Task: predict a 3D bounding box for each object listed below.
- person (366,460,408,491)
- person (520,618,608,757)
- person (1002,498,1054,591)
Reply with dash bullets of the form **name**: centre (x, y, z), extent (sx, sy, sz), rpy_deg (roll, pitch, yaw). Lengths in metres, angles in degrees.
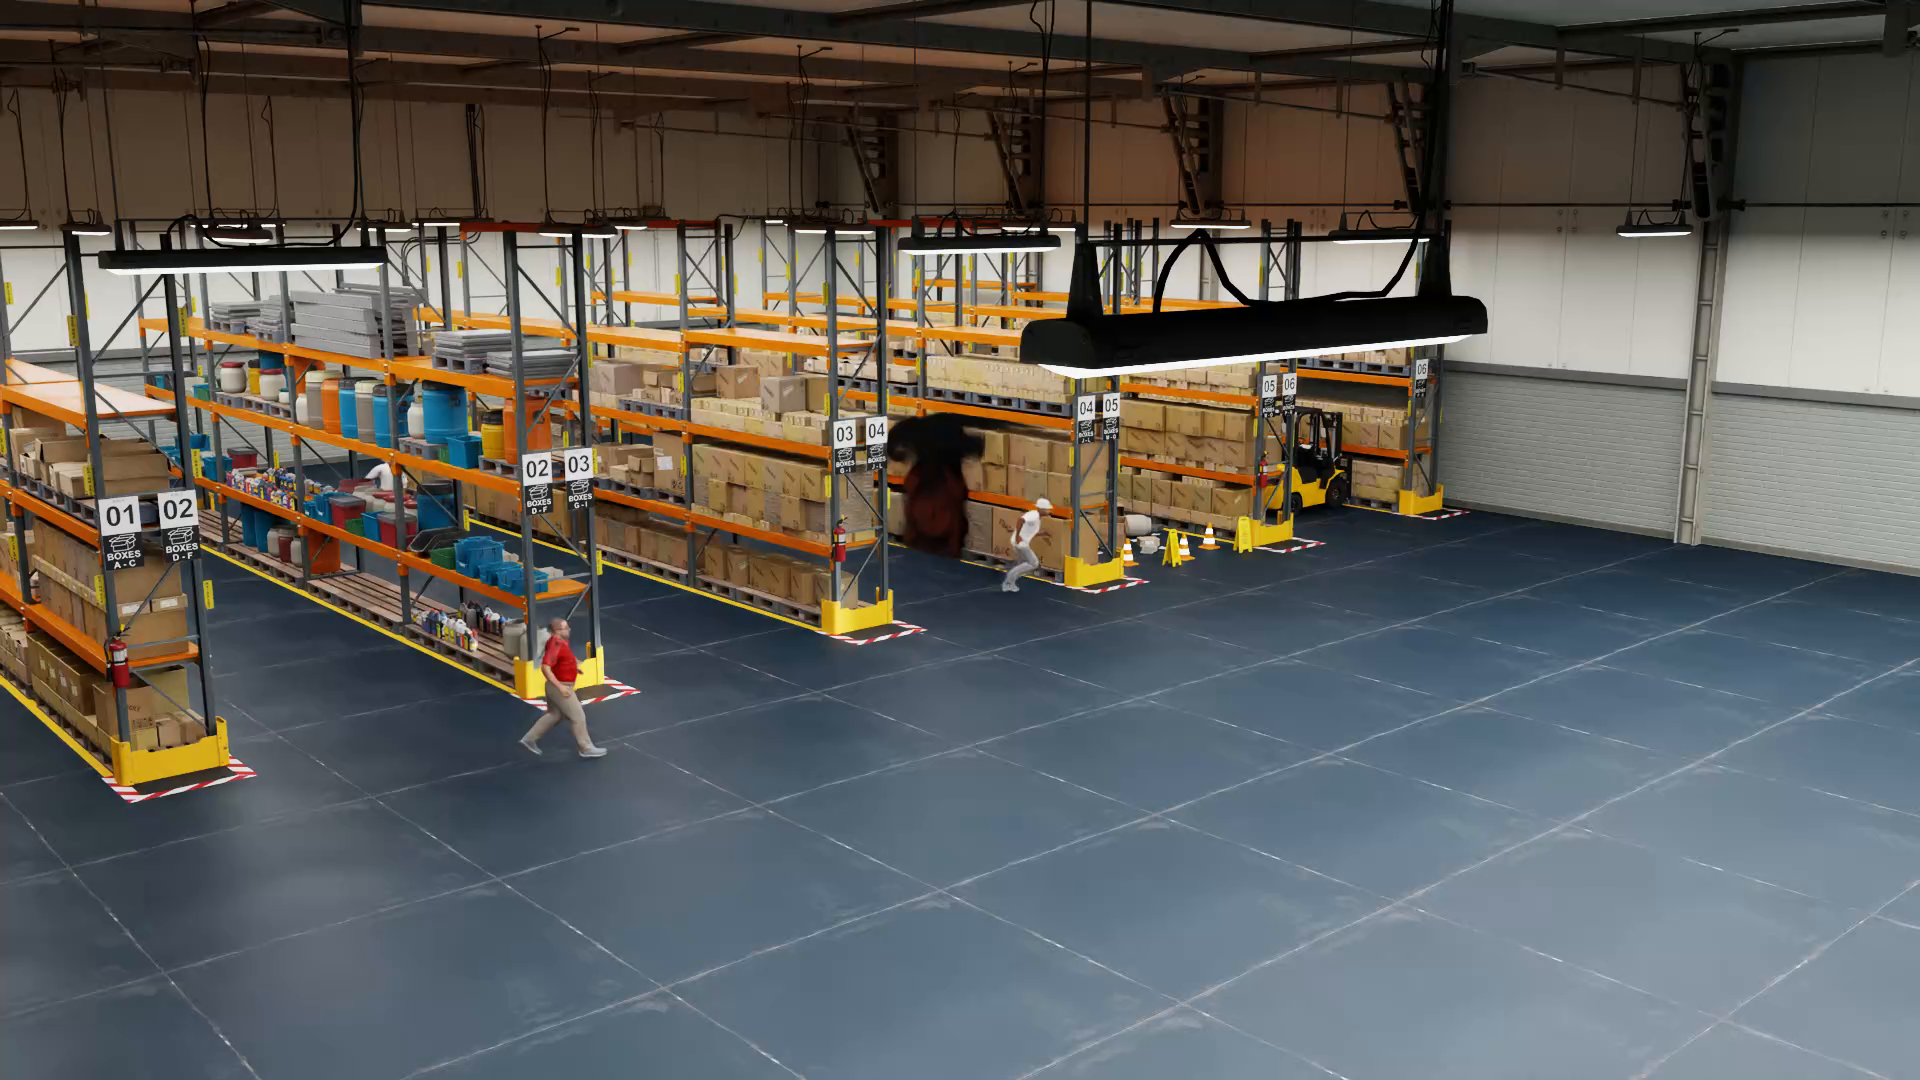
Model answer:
- **person**: centre (-10.667, -0.779, 31.258), extent (0.766, 1.792, 0.693), rpy_deg (8, 14, 36)
- **person**: centre (-4.530, 1.714, 18.989), extent (0.958, 1.702, 0.712), rpy_deg (-4, 12, -19)
- **person**: centre (1.104, 0.100, 27.275), extent (0.847, 1.576, 0.737), rpy_deg (1, 12, 7)
